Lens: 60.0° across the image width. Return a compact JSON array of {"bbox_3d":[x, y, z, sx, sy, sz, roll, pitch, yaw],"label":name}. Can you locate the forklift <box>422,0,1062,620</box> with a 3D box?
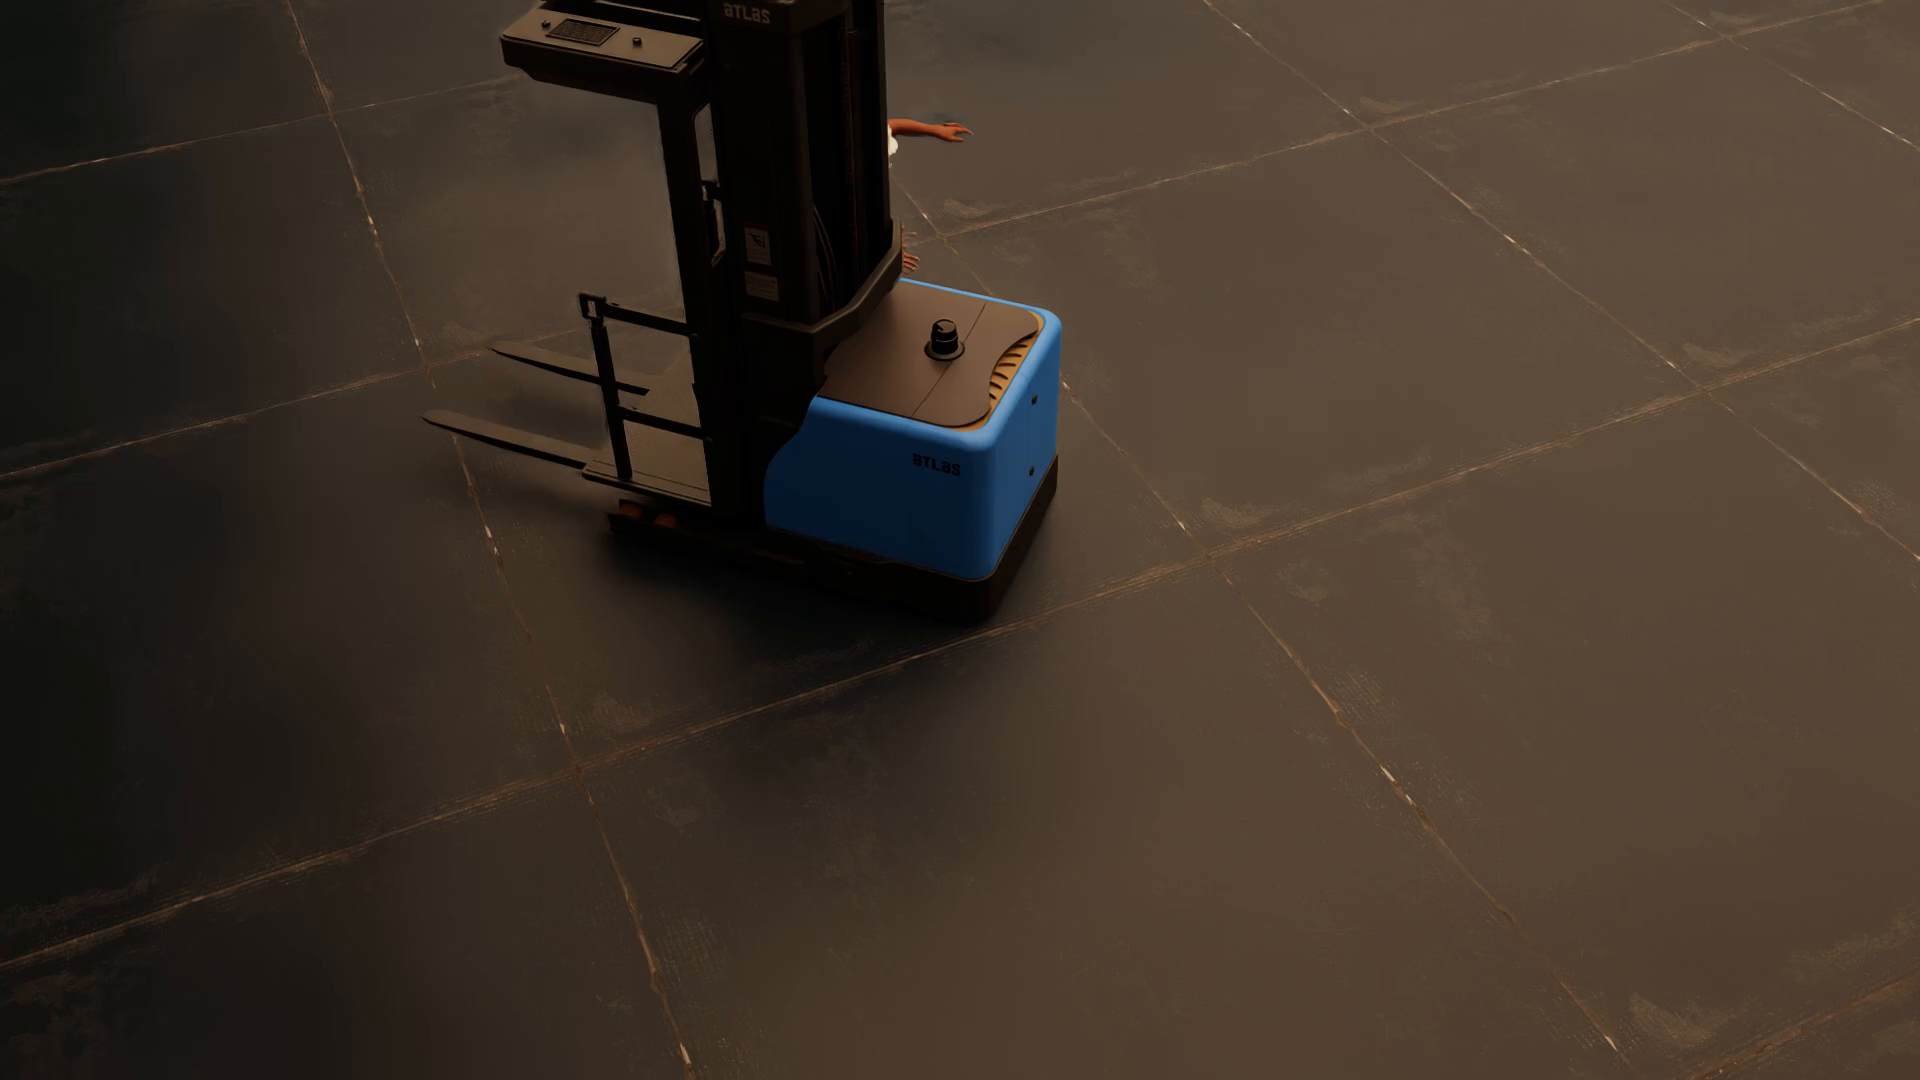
[{"bbox_3d":[-1.107,-1.350,7.126,3.031,2.935,1.130,15,45,15],"label":"forklift"}]

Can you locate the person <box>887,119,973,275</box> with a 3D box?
[{"bbox_3d":[-0.508,-1.422,8.263,0.797,1.483,1.583,13,45,14],"label":"person"}]
